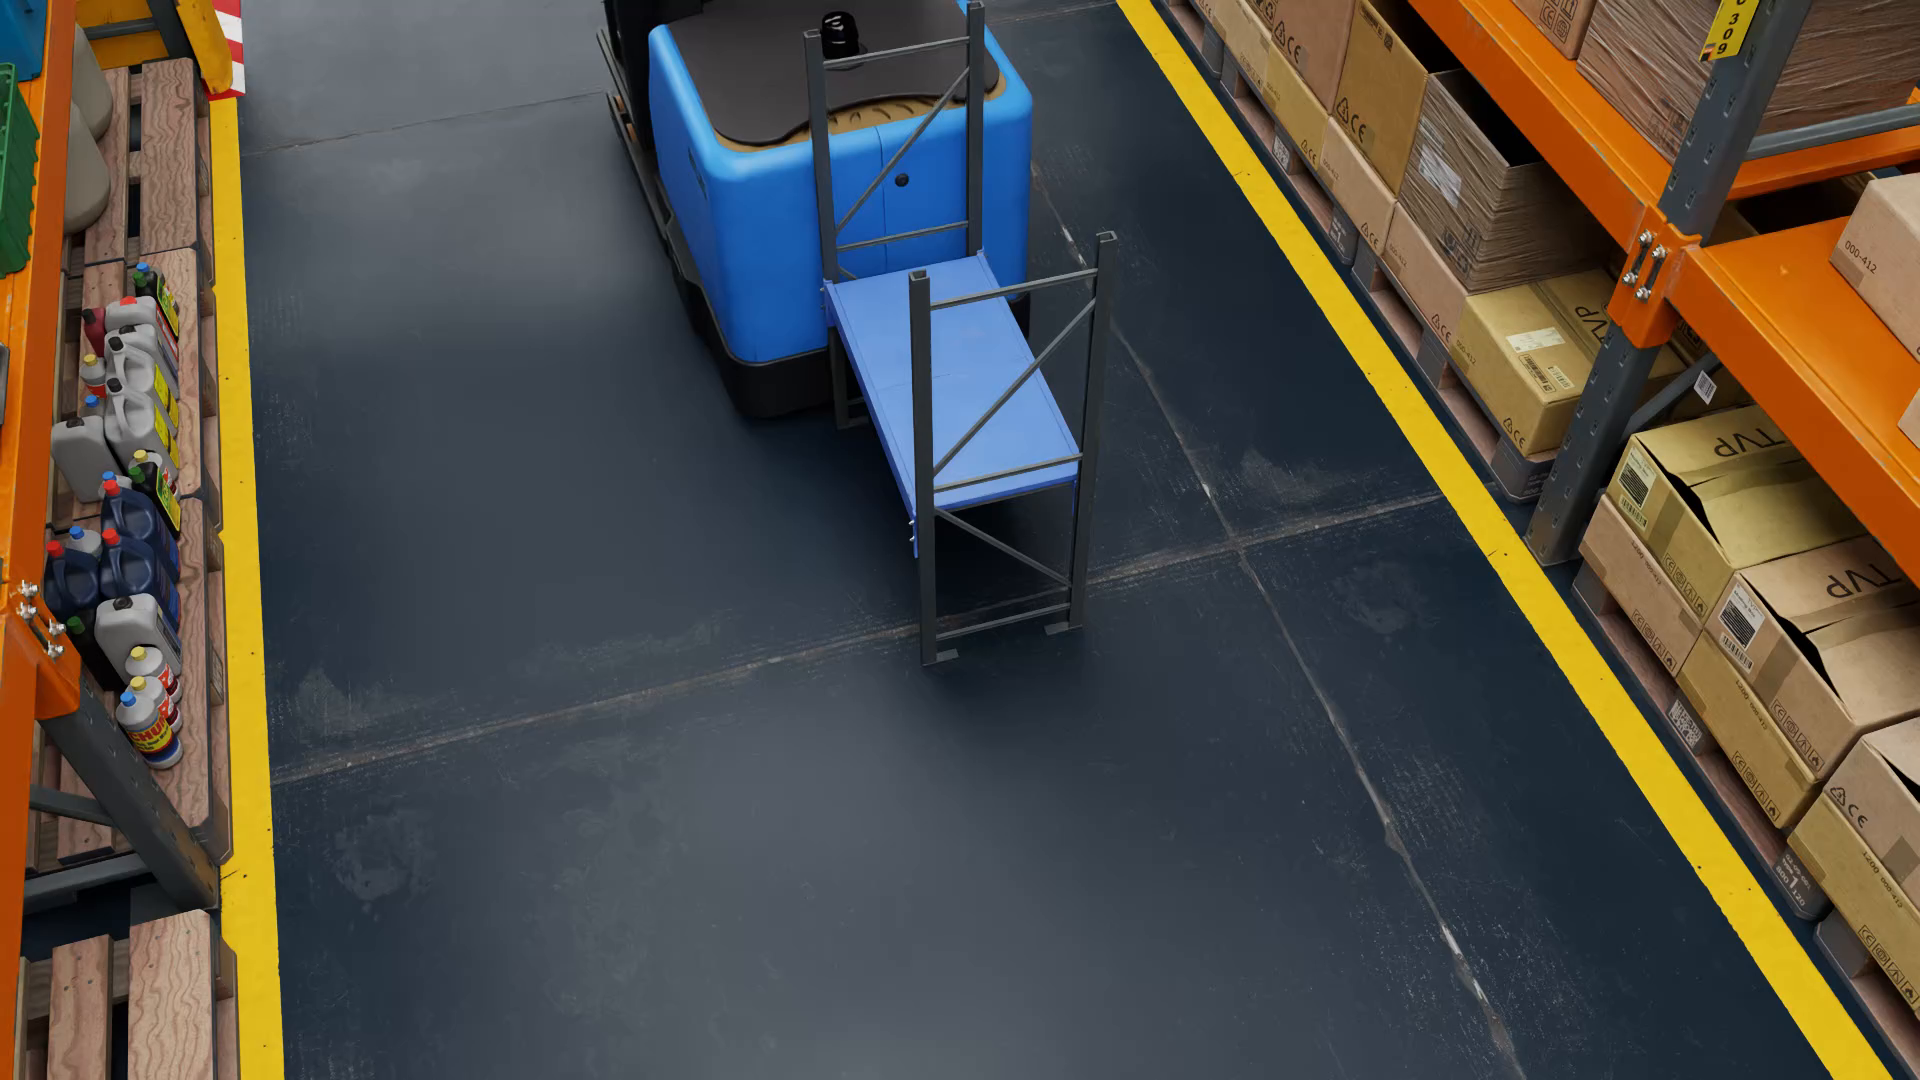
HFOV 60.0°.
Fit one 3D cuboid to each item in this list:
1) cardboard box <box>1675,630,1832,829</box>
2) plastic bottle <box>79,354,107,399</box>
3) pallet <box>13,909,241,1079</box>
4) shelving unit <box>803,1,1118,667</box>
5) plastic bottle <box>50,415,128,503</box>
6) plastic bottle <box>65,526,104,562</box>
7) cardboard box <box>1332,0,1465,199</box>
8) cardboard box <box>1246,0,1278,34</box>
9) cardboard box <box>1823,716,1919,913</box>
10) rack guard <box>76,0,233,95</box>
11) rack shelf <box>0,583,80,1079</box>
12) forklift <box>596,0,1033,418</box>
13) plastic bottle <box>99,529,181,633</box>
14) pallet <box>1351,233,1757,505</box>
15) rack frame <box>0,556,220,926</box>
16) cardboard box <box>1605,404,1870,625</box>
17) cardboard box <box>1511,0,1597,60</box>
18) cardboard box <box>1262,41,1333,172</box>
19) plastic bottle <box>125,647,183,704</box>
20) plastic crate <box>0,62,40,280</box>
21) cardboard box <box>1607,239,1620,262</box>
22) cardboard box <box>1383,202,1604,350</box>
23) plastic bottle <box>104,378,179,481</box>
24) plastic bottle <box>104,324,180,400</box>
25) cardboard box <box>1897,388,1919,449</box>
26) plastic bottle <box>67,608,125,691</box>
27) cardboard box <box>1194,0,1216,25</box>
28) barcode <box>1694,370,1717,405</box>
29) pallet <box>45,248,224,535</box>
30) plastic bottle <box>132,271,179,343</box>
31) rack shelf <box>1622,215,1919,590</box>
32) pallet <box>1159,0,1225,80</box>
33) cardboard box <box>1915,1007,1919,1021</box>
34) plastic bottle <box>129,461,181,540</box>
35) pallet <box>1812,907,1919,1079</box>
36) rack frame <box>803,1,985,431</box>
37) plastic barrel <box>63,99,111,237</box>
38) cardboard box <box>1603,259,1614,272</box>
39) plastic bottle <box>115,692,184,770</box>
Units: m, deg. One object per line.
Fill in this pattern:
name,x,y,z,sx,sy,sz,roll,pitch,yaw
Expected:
cardboard box,2.301,0.442,4.440,0.500,0.250,0.500,-12,51,-10
plastic bottle,-2.710,-0.502,5.254,0.097,0.201,0.097,0,50,0
pallet,-2.195,1.547,3.808,1.003,0.211,1.213,-13,51,-11
shelving unit,-0.025,-0.546,4.729,0.538,1.500,1.048,-13,51,-11
plastic bottle,-2.622,-0.260,5.001,0.152,0.276,0.135,-13,51,-11
plastic bottle,-2.465,0.059,4.735,0.097,0.271,0.097,0,50,0
cardboard box,1.634,-1.546,5.625,0.500,0.500,0.500,-13,51,-11
cardboard box,1.342,-2.277,6.241,0.500,0.500,0.500,-13,51,-11
cardboard box,2.450,0.639,3.906,0.500,0.311,0.500,-15,51,-12
rack guard,-3.580,-1.987,6.598,1.175,0.500,0.348,-13,51,-11
rack shelf,-1.873,1.776,2.261,1.077,0.370,4.000,-13,51,-11
forklift,-0.745,-2.503,5.443,1.130,2.935,3.031,-16,52,-13
plastic bottle,-2.307,0.112,4.638,0.144,0.351,0.185,-12,51,-10
pallet,2.073,-0.725,5.723,1.003,0.211,1.213,-13,51,-11
rack frame,-2.464,0.084,3.218,1.000,3.000,0.127,-13,51,-11
cardboard box,2.153,-0.105,4.534,0.500,0.311,0.500,-13,51,-11
cardboard box,1.969,-1.772,4.717,0.700,0.500,0.500,-14,51,-11
cardboard box,1.474,-1.666,6.217,0.500,0.250,0.500,-13,51,-11
plastic bottle,-2.200,0.363,4.524,0.097,0.201,0.097,0,50,0
plastic crate,-2.596,-0.903,4.188,0.450,0.188,0.662,-13,51,-11
cardboard box,2.275,-1.297,5.415,0.500,0.500,0.500,-13,51,-11
cardboard box,1.784,-0.939,5.604,0.500,0.250,0.500,-13,51,-11
plastic bottle,-2.488,-0.336,5.016,0.144,0.351,0.185,-14,51,-11
plastic bottle,-2.596,-0.568,5.261,0.152,0.276,0.135,-15,51,-12
cardboard box,2.335,-0.259,3.671,0.380,0.149,0.250,-13,51,-11
plastic bottle,-2.363,0.280,4.541,0.061,0.283,0.133,-13,51,-11
cardboard box,1.183,-2.398,6.833,0.500,0.250,0.500,-13,51,-11
barcode,1.946,-0.399,4.343,0.001,0.075,0.075,-13,51,-11
pallet,-2.988,-0.410,5.458,1.003,0.211,1.213,-13,51,-11
plastic bottle,-2.633,-0.781,5.435,0.061,0.283,0.133,-12,51,-10
rack shelf,2.860,0.659,3.203,1.077,0.370,4.000,-13,51,-11
pallet,1.352,-2.507,7.226,1.003,0.211,1.213,-13,51,-11
cardboard box,2.606,1.191,3.808,0.500,0.250,0.500,-12,51,-10
plastic bottle,-2.371,-0.134,4.890,0.061,0.283,0.133,-11,51,-9
pallet,2.888,1.287,4.027,1.003,0.211,1.213,-13,51,-11
rack frame,-0.176,-0.917,5.042,0.500,1.500,0.032,-13,51,-11
plastic barrel,-3.231,-1.342,5.772,0.421,0.512,0.421,0,50,0
cardboard box,2.278,-1.056,5.702,0.500,0.250,0.500,-13,51,-11
plastic bottle,-2.140,0.489,4.372,0.097,0.271,0.097,0,50,0
